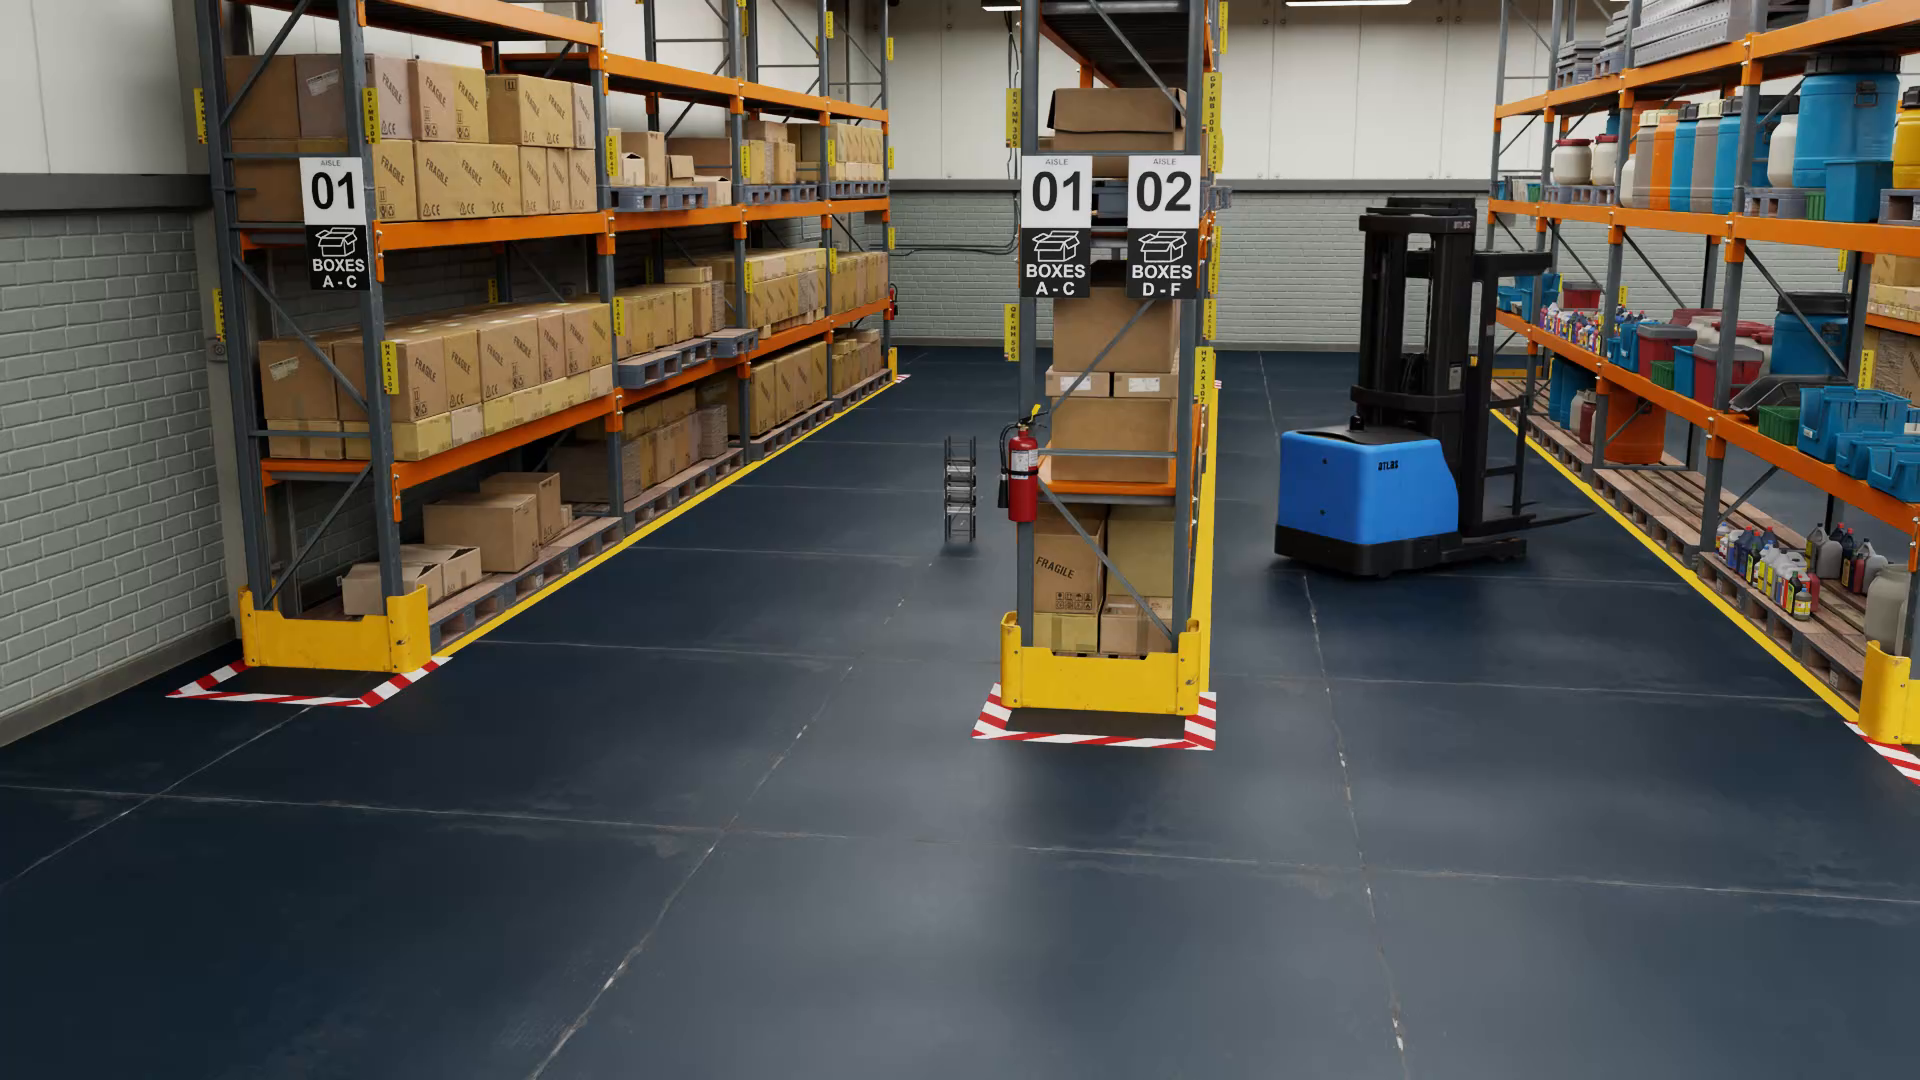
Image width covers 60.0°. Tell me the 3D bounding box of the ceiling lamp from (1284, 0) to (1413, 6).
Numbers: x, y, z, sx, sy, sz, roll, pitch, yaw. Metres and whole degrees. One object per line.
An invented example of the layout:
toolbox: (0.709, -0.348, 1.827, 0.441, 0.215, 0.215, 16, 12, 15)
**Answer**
ceiling lamp: (6.188, -10.091, 26.099, 2.000, 3.185, 0.800, 2, 12, 9)

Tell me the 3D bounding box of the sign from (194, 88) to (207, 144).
sign: (-4.598, -2.578, 10.113, 0.100, 0.325, 0.005, 2, 12, 9)

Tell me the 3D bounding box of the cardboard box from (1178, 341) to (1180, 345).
cardboard box: (1.393, -1.312, 11.685, 0.380, 0.149, 0.250, 2, 12, 11)

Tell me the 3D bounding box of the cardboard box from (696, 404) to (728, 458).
cardboard box: (-2.881, -1.163, 17.661, 0.700, 0.500, 0.500, 2, 12, 9)

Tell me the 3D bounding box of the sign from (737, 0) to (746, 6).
sign: (-2.285, -5.734, 17.336, 0.100, 0.325, 0.005, 2, 12, 9)

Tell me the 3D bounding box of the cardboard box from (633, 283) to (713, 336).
cardboard box: (-2.944, -2.370, 17.091, 0.700, 0.500, 0.500, 1, 12, 3)

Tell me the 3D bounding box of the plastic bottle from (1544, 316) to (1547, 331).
plastic bottle: (7.084, -2.622, 20.009, 0.097, 0.201, 0.097, 0, 12, 0)

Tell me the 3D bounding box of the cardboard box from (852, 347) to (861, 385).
cardboard box: (-1.829, -2.501, 23.917, 0.700, 0.500, 0.500, 2, 12, 10)

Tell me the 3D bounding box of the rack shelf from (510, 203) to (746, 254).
rack shelf: (-3.130, -3.020, 15.975, 1.077, 0.370, 4.000, 2, 12, 9)

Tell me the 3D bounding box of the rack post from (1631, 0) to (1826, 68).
rack post: (6.570, -4.611, 14.056, 1.013, 1.000, 3.121, 2, 12, 9)

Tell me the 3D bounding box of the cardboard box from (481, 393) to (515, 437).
cardboard box: (-3.514, -0.899, 11.852, 0.500, 0.250, 0.500, 2, 12, 8)

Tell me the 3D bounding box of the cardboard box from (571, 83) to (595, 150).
cardboard box: (-3.247, -3.390, 13.325, 0.500, 0.500, 0.500, 1, 12, 4)

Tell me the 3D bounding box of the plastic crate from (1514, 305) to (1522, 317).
plastic crate: (7.489, -2.970, 21.666, 0.437, 0.125, 0.590, 2, 12, 9)

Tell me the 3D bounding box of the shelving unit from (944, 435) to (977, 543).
shelving unit: (0.001, -0.442, 14.406, 0.258, 0.900, 0.210, 2, 12, 9)

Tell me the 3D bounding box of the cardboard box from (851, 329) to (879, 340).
cardboard box: (-1.440, -3.106, 25.183, 0.380, 0.149, 0.250, 2, 12, 8)

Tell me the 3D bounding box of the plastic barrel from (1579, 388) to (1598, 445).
plastic barrel: (7.199, -1.365, 18.434, 0.600, 0.588, 0.708, 2, 12, 9)

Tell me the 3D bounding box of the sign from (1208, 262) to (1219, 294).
sign: (2.622, -2.711, 17.204, 0.100, 0.325, 0.005, 2, 12, 9)

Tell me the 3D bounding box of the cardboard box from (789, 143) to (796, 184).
cardboard box: (-2.451, -4.705, 20.805, 0.700, 0.500, 0.500, 1, 12, 6)

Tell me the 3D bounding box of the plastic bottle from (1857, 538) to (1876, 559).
plastic bottle: (6.458, 0.162, 11.864, 0.144, 0.351, 0.185, 2, 12, 8)

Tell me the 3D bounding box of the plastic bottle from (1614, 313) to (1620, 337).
plastic bottle: (7.560, -2.469, 19.137, 0.097, 0.271, 0.097, 0, 12, 0)

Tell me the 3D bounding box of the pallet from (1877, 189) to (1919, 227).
pallet: (5.960, -1.879, 9.419, 1.003, 0.211, 1.213, 2, 12, 9)

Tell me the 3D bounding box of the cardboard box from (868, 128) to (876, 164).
cardboard box: (-1.523, -5.736, 24.211, 0.500, 0.500, 0.500, 2, 12, 10)

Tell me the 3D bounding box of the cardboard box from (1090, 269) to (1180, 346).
cardboard box: (1.164, -1.607, 11.511, 0.700, 0.500, 0.500, 2, 12, 9)

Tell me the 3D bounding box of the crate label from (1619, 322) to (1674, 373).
crate label: (6.547, -1.820, 15.735, 0.502, 0.435, 0.616, 2, 12, 9)

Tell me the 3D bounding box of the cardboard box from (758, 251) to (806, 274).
cardboard box: (-2.193, -3.407, 20.413, 0.500, 0.250, 0.500, 2, 12, 10)

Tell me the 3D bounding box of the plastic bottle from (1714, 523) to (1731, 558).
plastic bottle: (5.870, 0.003, 12.793, 0.097, 0.271, 0.097, 0, 12, 0)

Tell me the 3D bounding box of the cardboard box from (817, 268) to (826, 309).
cardboard box: (-2.029, -3.254, 21.483, 0.500, 0.500, 0.500, 2, 12, 8)

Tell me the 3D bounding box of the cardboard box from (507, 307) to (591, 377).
cardboard box: (-3.276, -1.580, 13.232, 0.500, 0.500, 0.500, 2, 12, 8)

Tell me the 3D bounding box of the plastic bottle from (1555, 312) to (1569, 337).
plastic bottle: (6.992, -2.496, 19.250, 0.152, 0.276, 0.135, 2, 12, 9)

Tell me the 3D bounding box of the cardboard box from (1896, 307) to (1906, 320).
cardboard box: (12.437, -2.945, 21.634, 0.380, 0.149, 0.250, 2, 12, 10)

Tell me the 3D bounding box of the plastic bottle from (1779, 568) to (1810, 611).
plastic bottle: (5.652, 0.333, 11.250, 0.152, 0.276, 0.135, 2, 12, 9)

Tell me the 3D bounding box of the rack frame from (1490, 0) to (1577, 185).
rack frame: (8.197, -6.599, 23.753, 1.000, 3.000, 0.127, 2, 12, 9)

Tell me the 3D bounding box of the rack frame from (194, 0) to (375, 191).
rack frame: (-4.053, -3.589, 9.788, 1.000, 3.000, 0.127, 2, 12, 9)

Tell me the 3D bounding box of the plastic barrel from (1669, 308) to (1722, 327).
plastic barrel: (7.195, -1.961, 16.150, 0.600, 0.536, 0.708, 2, 12, 9)

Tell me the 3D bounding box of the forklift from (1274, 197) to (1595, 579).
forklift: (4.104, -1.344, 13.775, 3.031, 2.935, 1.130, -8, 14, -32)

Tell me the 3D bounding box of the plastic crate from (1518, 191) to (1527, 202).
plastic crate: (7.402, -4.448, 21.519, 0.293, 0.136, 0.466, 2, 12, 9)

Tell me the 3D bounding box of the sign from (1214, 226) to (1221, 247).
sign: (3.849, -4.526, 24.875, 0.100, 0.325, 0.005, 2, 12, 9)

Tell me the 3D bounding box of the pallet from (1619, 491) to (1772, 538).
pallet: (6.619, -0.225, 15.034, 1.003, 0.211, 1.213, 2, 12, 9)

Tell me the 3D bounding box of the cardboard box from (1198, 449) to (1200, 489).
cardboard box: (1.850, -0.647, 14.573, 0.500, 0.311, 0.500, 2, 12, 8)

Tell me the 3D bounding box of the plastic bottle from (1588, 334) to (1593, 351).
plastic bottle: (6.694, -2.094, 17.559, 0.097, 0.201, 0.097, 0, 12, 0)

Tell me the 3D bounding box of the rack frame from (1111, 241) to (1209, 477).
rack frame: (2.073, -2.162, 17.406, 1.000, 3.000, 0.127, 2, 12, 9)

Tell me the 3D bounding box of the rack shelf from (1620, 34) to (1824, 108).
rack shelf: (6.659, -3.970, 14.212, 1.077, 0.370, 4.000, 2, 12, 9)

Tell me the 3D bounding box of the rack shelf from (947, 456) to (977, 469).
rack shelf: (0.001, -0.673, 14.357, 0.258, 0.077, 0.200, 2, 12, 9)

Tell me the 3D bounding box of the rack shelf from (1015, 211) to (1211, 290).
rack shelf: (1.150, -2.028, 11.370, 1.077, 0.370, 4.000, 2, 12, 9)

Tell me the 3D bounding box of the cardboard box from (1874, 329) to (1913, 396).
cardboard box: (12.932, -2.347, 22.311, 0.875, 0.875, 0.875, 2, 12, 9)

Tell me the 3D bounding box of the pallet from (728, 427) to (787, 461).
pallet: (-2.627, -1.120, 19.191, 1.003, 0.211, 1.213, 2, 12, 9)

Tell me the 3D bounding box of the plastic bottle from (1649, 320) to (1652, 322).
plastic bottle: (7.575, -2.281, 18.264, 0.097, 0.271, 0.097, 0, 12, 0)

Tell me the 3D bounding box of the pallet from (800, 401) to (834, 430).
pallet: (-2.251, -1.628, 21.548, 1.003, 0.211, 1.213, 2, 12, 9)

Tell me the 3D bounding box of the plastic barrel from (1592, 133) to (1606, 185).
plastic barrel: (7.642, -4.401, 19.229, 0.600, 0.588, 0.600, 0, 12, 0)

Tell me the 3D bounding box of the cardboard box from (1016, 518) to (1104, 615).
cardboard box: (0.631, 0.154, 10.408, 0.500, 0.500, 0.500, 2, 12, 9)

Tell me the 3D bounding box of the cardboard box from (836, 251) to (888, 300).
cardboard box: (-1.660, -4.027, 25.349, 0.980, 0.700, 0.700, 2, 12, 11)
